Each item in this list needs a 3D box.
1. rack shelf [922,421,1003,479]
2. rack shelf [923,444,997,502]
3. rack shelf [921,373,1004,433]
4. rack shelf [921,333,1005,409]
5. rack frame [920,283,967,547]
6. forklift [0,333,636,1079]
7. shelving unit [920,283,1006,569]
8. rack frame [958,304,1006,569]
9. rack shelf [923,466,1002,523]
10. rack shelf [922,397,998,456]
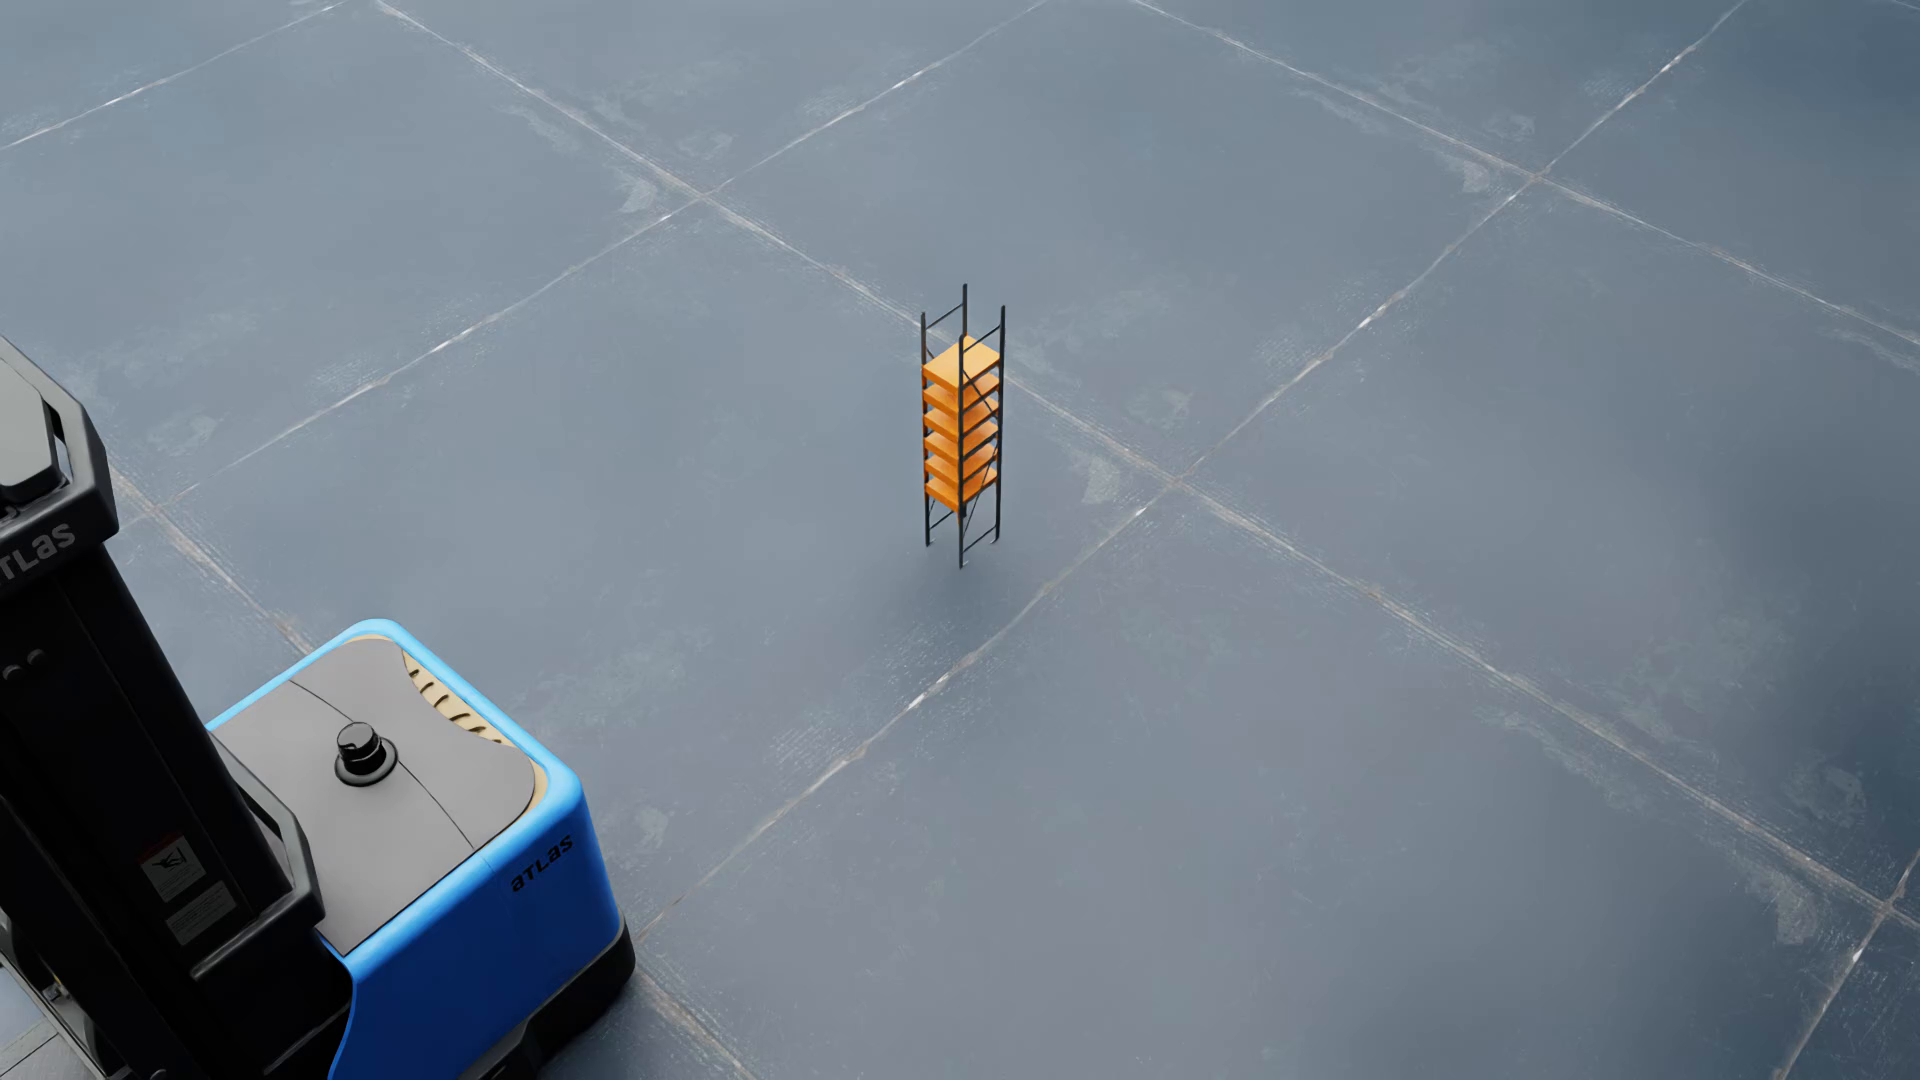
[{"bbox_3d":[0.011,-0.373,6.338,0.180,0.103,0.258,34,55,28],"label":"rack shelf"},{"bbox_3d":[0.011,-0.291,6.426,0.180,0.103,0.258,34,55,28],"label":"rack shelf"},{"bbox_3d":[0.011,-0.537,6.163,0.180,0.103,0.258,34,55,28],"label":"rack shelf"},{"bbox_3d":[0.011,-0.620,6.076,0.180,0.103,0.258,34,55,28],"label":"rack shelf"},{"bbox_3d":[-0.057,-0.449,6.348,0.006,1.200,0.240,34,55,28],"label":"rack frame"},{"bbox_3d":[-2.398,0.984,3.815,1.130,2.935,3.031,33,55,27],"label":"forklift"},{"bbox_3d":[0.011,-0.404,6.306,0.189,1.200,0.258,34,55,28],"label":"shelving unit"},{"bbox_3d":[0.078,-0.358,6.263,0.006,1.200,0.240,34,55,28],"label":"rack frame"},{"bbox_3d":[0.011,-0.209,6.513,0.180,0.103,0.258,34,55,28],"label":"rack shelf"},{"bbox_3d":[0.011,-0.455,6.251,0.180,0.103,0.258,34,55,28],"label":"rack shelf"}]
